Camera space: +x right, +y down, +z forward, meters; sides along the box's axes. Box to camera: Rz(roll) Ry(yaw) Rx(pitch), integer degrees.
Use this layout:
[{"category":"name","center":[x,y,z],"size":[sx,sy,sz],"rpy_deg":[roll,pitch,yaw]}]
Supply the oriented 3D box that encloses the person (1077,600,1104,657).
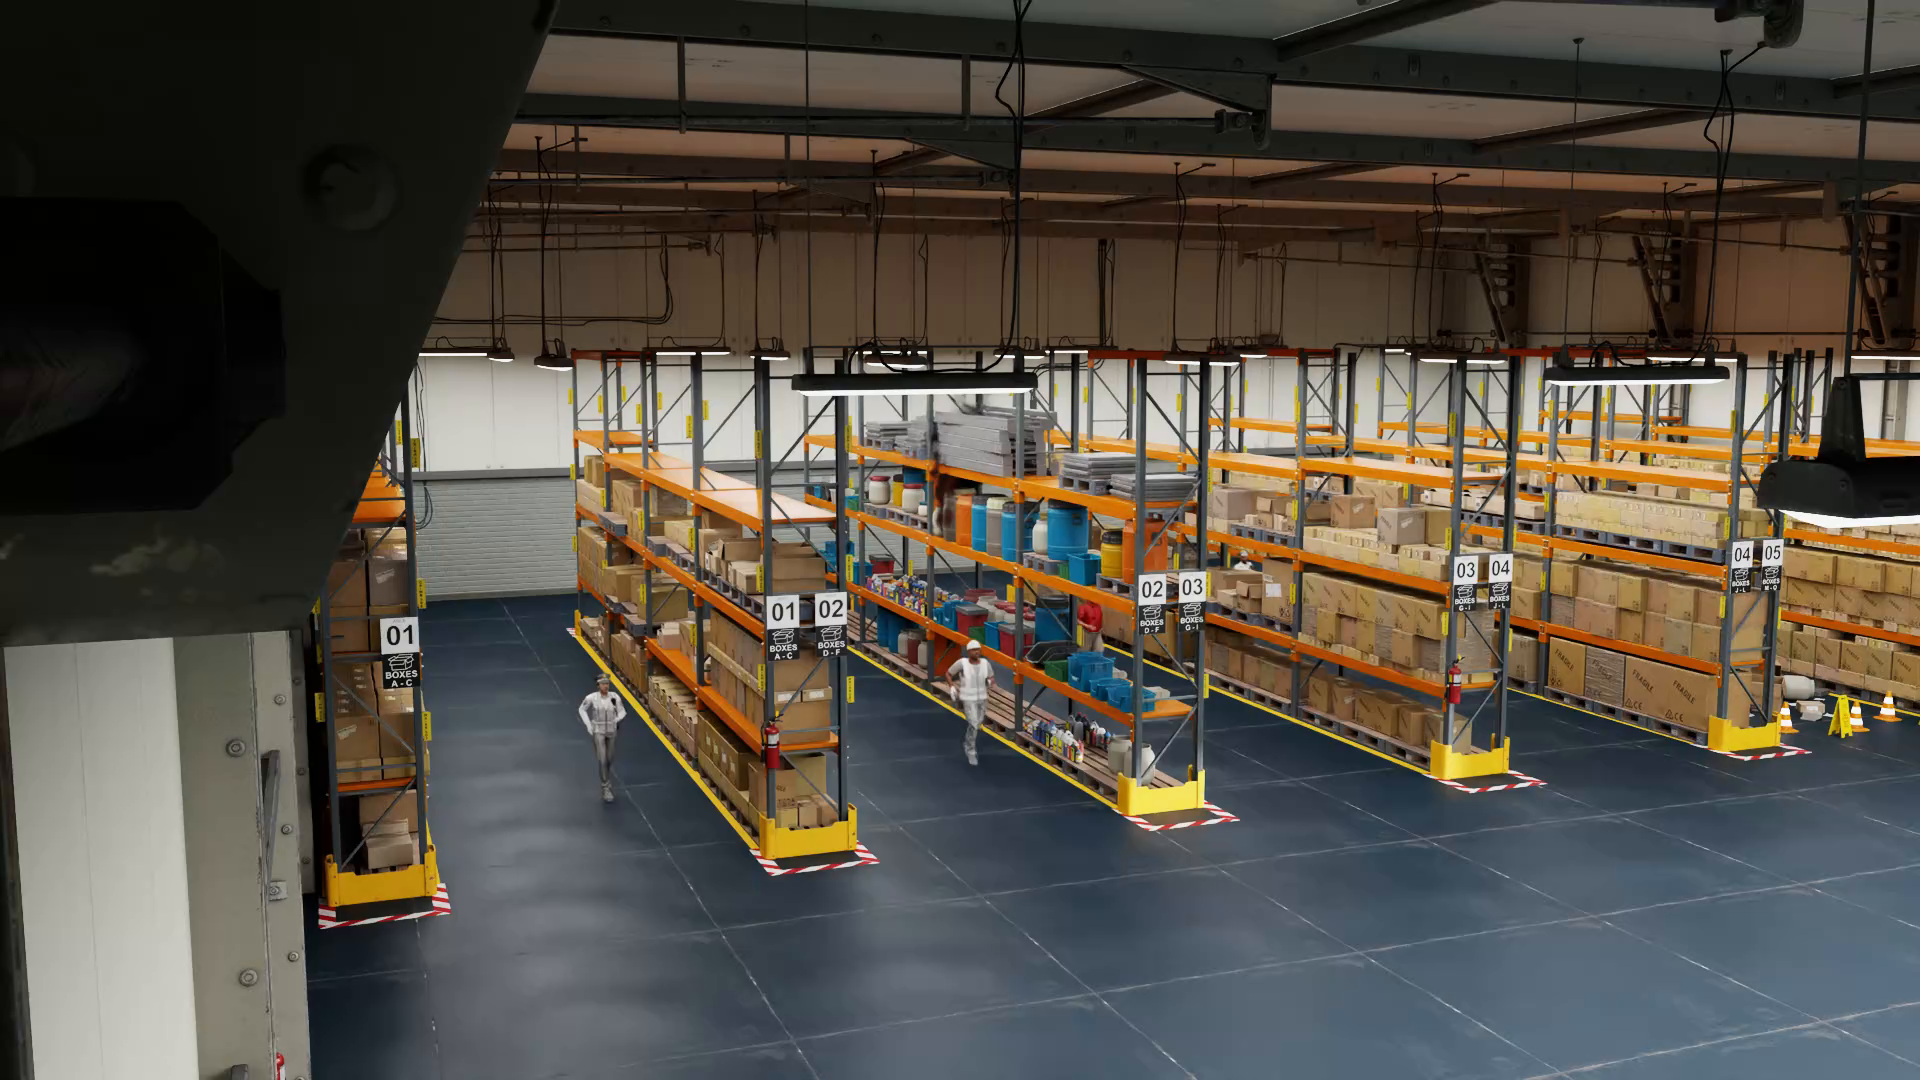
[{"category":"person","center":[2.334,1.737,30.159],"size":[0.647,1.719,0.943],"rpy_deg":[-5,8,-33]}]

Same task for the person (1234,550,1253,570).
[{"category":"person","center":[6.146,1.069,35.805],"size":[0.581,1.728,0.734],"rpy_deg":[-2,7,-12]}]

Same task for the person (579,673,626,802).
[{"category":"person","center":[-4.884,2.660,22.831],"size":[0.615,1.711,0.796],"rpy_deg":[-4,8,-26]}]

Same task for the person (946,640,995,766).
[{"category":"person","center":[0.198,2.394,24.607],"size":[0.655,1.841,0.770],"rpy_deg":[-4,8,-29]}]
